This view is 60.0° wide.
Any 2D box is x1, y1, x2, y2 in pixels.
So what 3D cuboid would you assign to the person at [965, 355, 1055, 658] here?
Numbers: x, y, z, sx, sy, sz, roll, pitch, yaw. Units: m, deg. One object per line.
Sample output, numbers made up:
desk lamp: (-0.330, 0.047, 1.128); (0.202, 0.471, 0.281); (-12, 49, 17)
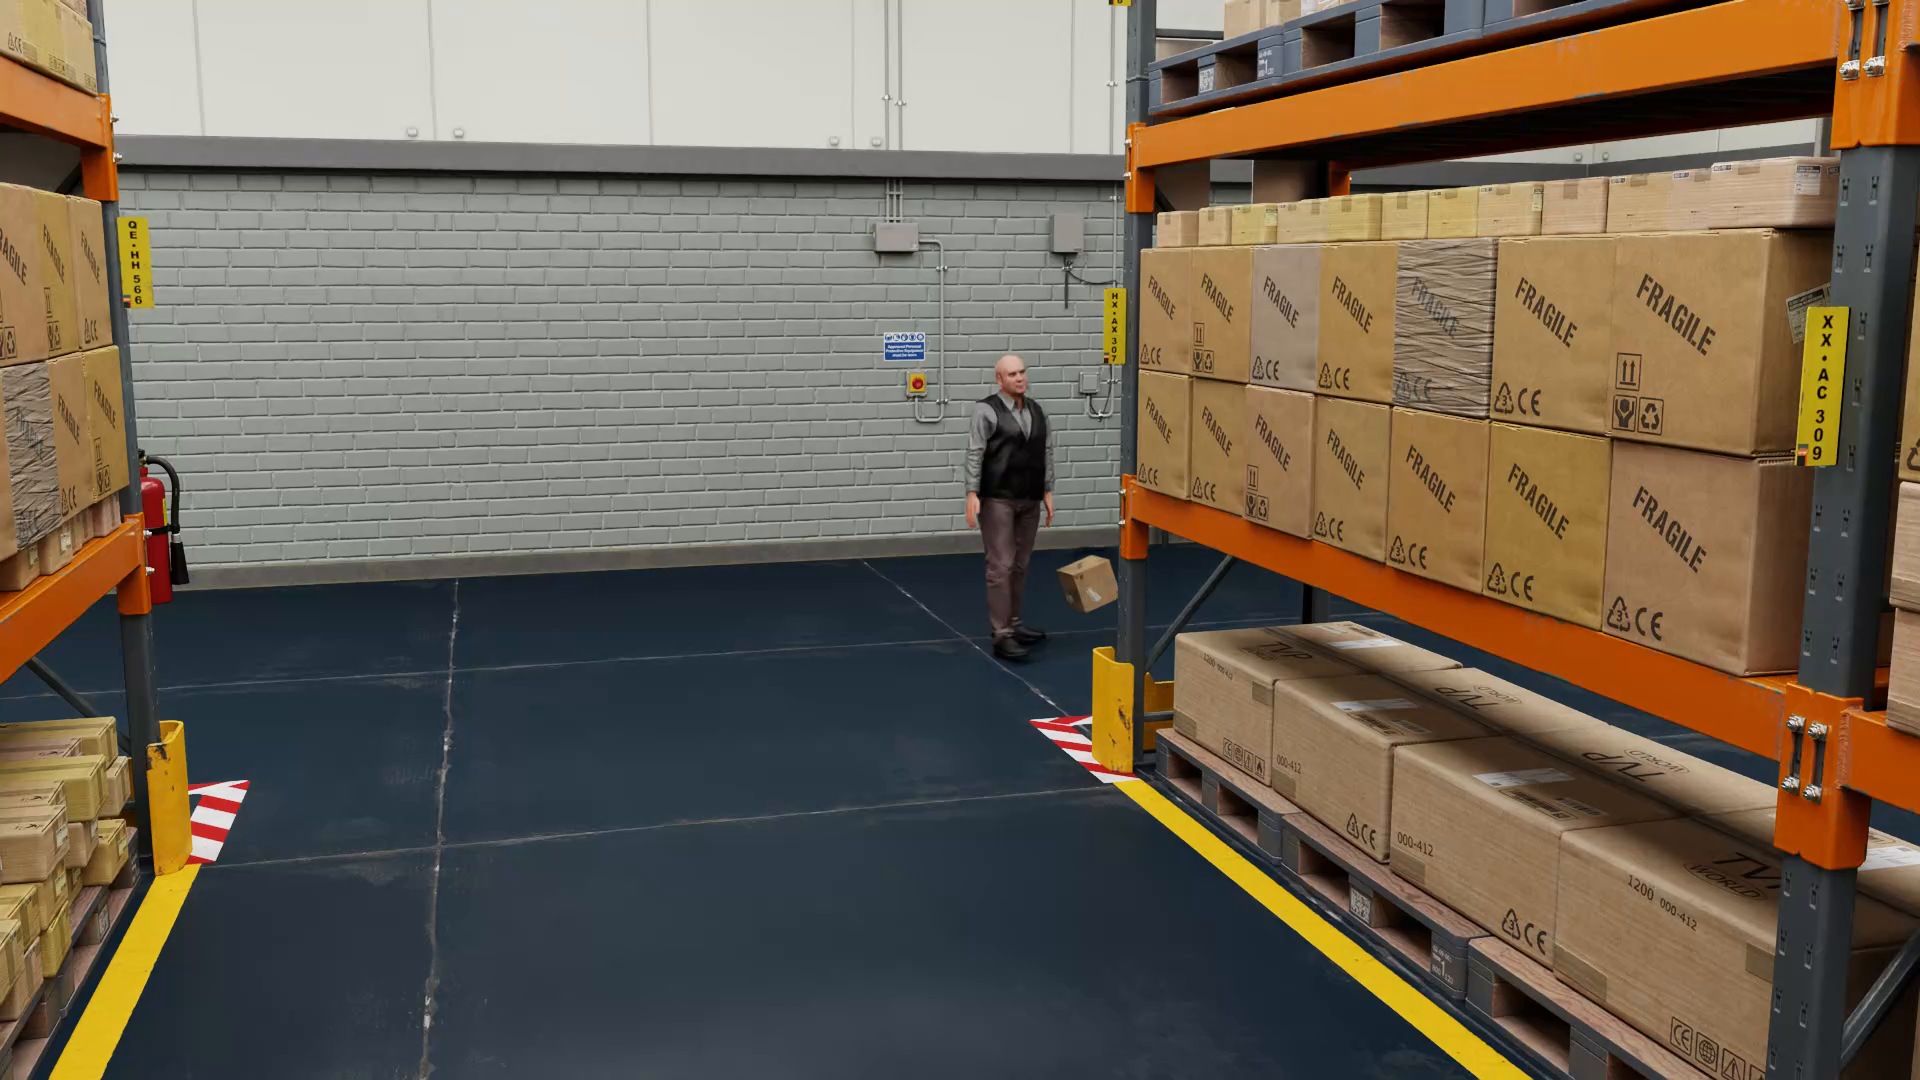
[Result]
person: (0.312, -0.204, 9.619); (0.669, 1.718, 0.611); (-7, 11, -37)
